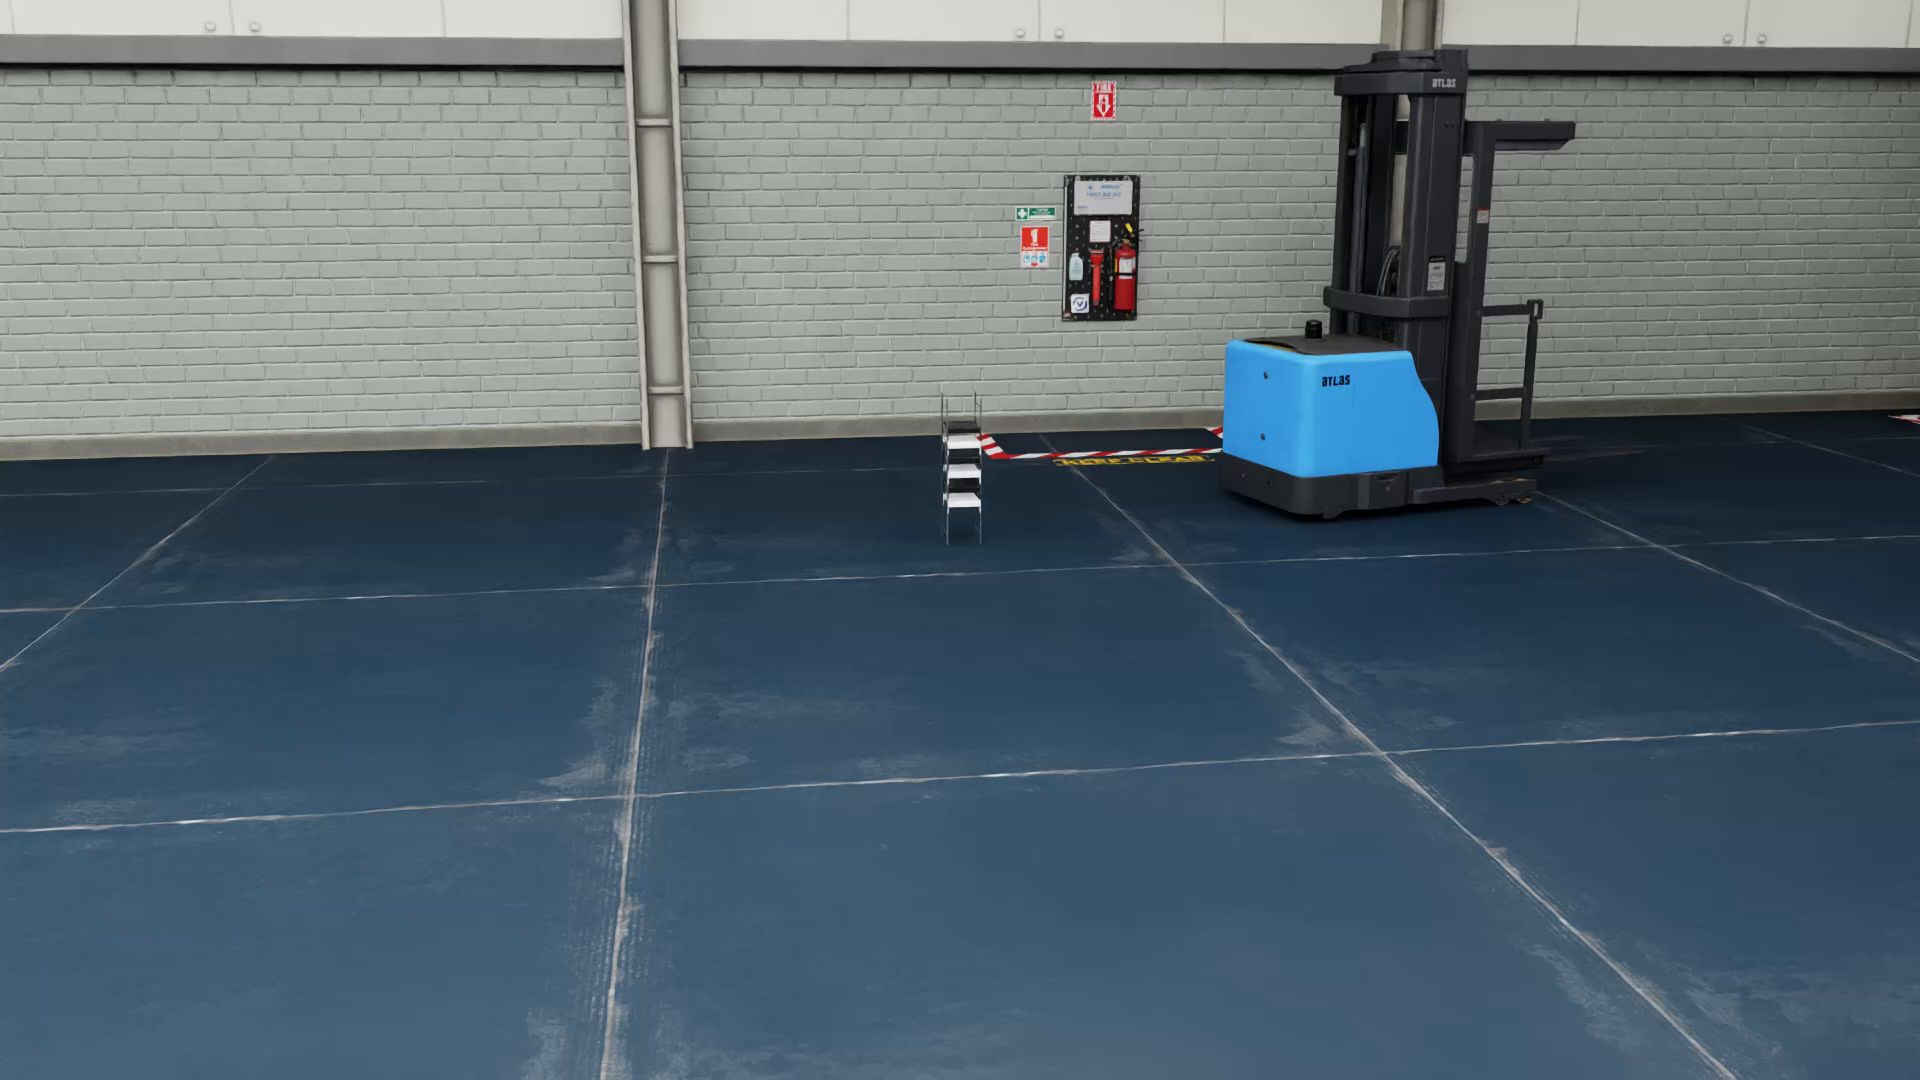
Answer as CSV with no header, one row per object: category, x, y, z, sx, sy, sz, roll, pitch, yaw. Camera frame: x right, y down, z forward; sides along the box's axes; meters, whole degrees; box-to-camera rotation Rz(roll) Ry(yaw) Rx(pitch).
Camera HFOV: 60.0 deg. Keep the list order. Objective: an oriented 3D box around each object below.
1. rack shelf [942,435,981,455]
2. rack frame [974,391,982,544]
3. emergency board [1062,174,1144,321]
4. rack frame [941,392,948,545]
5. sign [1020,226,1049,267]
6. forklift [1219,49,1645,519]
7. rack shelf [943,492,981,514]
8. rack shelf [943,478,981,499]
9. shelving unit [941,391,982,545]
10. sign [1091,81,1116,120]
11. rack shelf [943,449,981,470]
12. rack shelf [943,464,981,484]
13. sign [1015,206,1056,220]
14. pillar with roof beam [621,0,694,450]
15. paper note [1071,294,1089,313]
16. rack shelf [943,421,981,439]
rack shelf,0.008,-0.579,10.078,0.200,0.077,0.258,-2,14,-8
rack frame,0.109,-0.440,10.128,0.006,0.900,0.240,-2,14,-8
emergency board,1.164,-2.345,13.407,0.643,1.169,0.194,-2,14,-8
rack frame,-0.092,-0.433,10.099,0.006,0.900,0.240,-2,14,-8
sign,0.602,-2.367,13.422,0.234,0.329,0.001,-2,14,-8
forklift,3.343,-1.766,11.238,3.031,2.935,1.130,-6,15,-22
rack shelf,0.008,-0.230,10.165,0.200,0.077,0.258,-2,14,-8
rack shelf,0.008,-0.317,10.144,0.200,0.077,0.258,-2,14,-8
shelving unit,0.008,-0.437,10.114,0.210,0.900,0.258,-2,14,-8
sign,1.142,-3.493,13.219,0.199,0.298,0.001,-2,14,-8
rack shelf,0.008,-0.492,10.100,0.200,0.077,0.258,-2,14,-8
rack shelf,0.008,-0.404,10.122,0.200,0.077,0.258,-2,14,-8
sign,0.608,-2.622,13.349,0.331,0.109,0.001,-2,14,-8
pillar with roof beam,-1.678,-4.083,8.002,0.400,9.000,9.100,-2,14,-8
paper note,0.979,-1.928,13.555,0.142,0.148,0.016,-2,14,-8
rack shelf,0.008,-0.666,10.056,0.200,0.077,0.258,-2,14,-8
